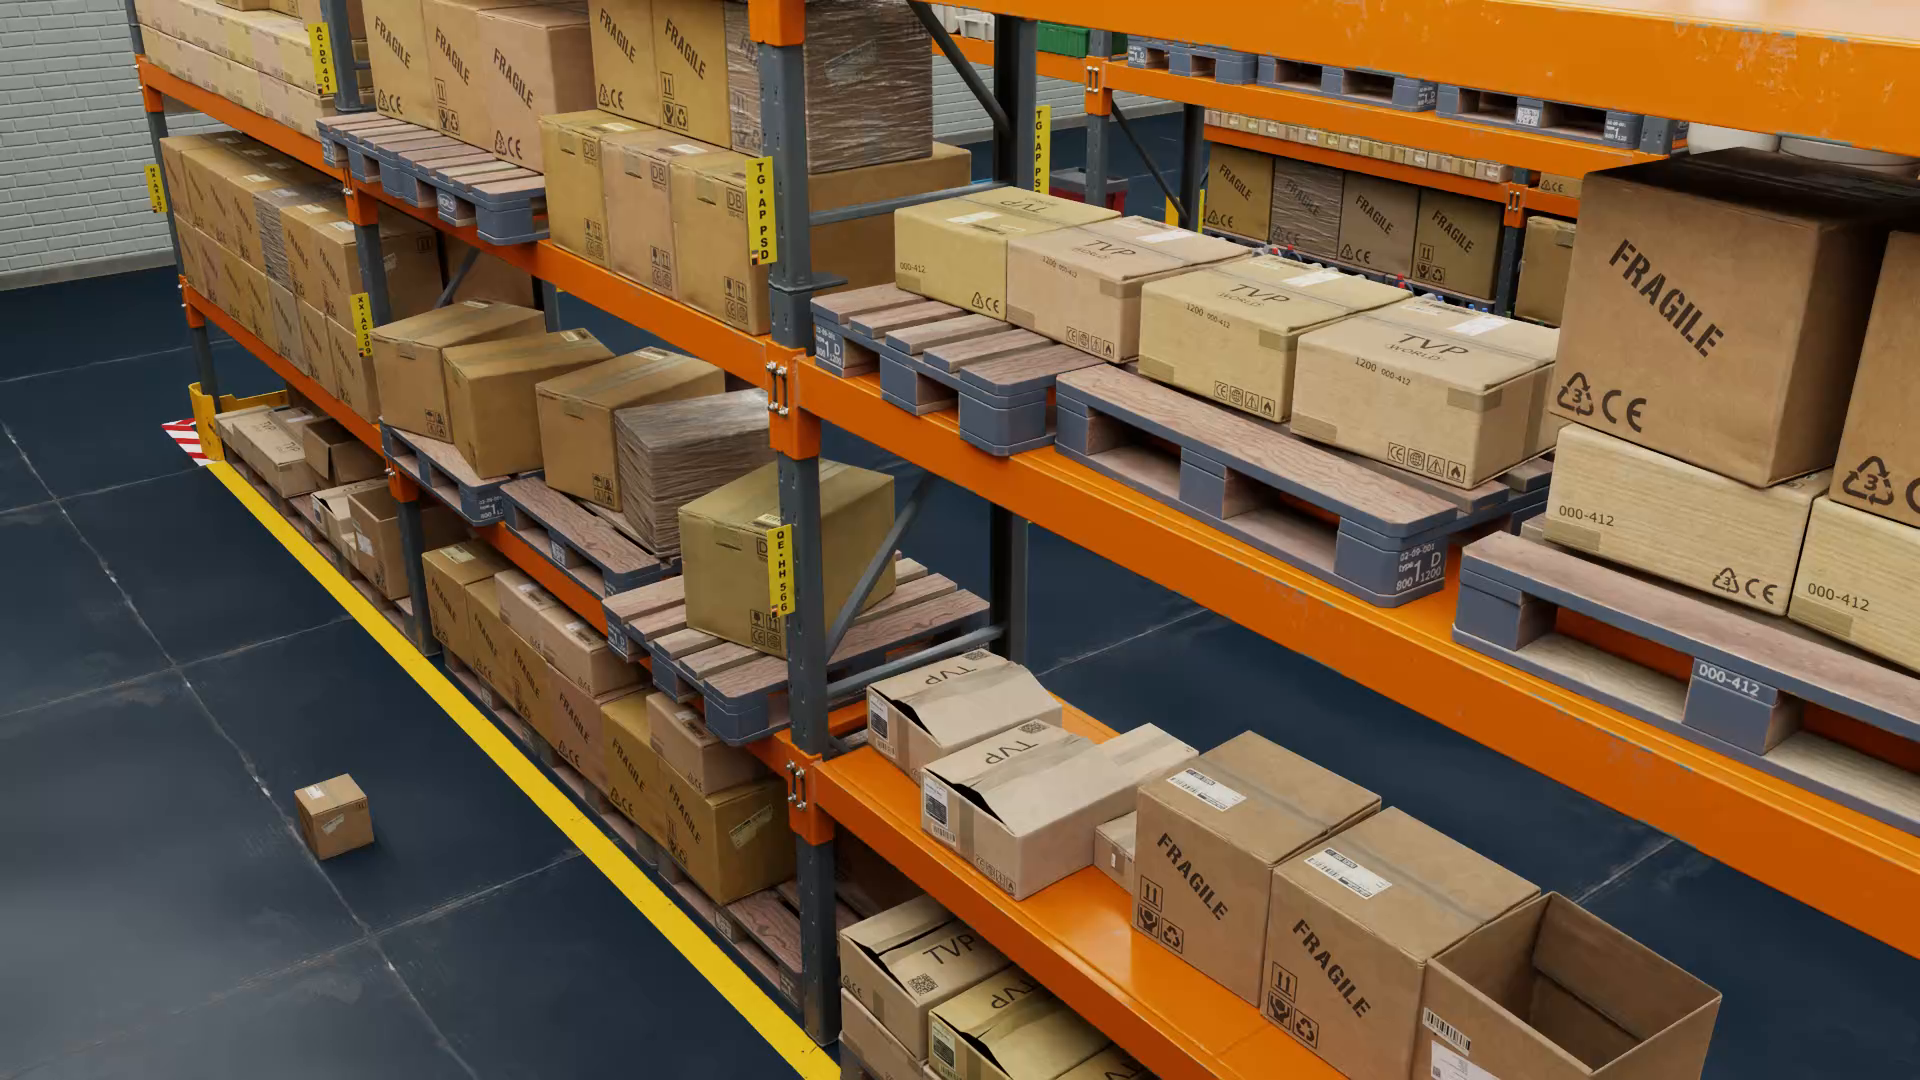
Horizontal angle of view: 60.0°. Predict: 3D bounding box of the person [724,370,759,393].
[{"bbox_3d":[-1.376,-0.811,10.363,0.616,1.798,0.476,-19,30,-35],"label":"person"}]
